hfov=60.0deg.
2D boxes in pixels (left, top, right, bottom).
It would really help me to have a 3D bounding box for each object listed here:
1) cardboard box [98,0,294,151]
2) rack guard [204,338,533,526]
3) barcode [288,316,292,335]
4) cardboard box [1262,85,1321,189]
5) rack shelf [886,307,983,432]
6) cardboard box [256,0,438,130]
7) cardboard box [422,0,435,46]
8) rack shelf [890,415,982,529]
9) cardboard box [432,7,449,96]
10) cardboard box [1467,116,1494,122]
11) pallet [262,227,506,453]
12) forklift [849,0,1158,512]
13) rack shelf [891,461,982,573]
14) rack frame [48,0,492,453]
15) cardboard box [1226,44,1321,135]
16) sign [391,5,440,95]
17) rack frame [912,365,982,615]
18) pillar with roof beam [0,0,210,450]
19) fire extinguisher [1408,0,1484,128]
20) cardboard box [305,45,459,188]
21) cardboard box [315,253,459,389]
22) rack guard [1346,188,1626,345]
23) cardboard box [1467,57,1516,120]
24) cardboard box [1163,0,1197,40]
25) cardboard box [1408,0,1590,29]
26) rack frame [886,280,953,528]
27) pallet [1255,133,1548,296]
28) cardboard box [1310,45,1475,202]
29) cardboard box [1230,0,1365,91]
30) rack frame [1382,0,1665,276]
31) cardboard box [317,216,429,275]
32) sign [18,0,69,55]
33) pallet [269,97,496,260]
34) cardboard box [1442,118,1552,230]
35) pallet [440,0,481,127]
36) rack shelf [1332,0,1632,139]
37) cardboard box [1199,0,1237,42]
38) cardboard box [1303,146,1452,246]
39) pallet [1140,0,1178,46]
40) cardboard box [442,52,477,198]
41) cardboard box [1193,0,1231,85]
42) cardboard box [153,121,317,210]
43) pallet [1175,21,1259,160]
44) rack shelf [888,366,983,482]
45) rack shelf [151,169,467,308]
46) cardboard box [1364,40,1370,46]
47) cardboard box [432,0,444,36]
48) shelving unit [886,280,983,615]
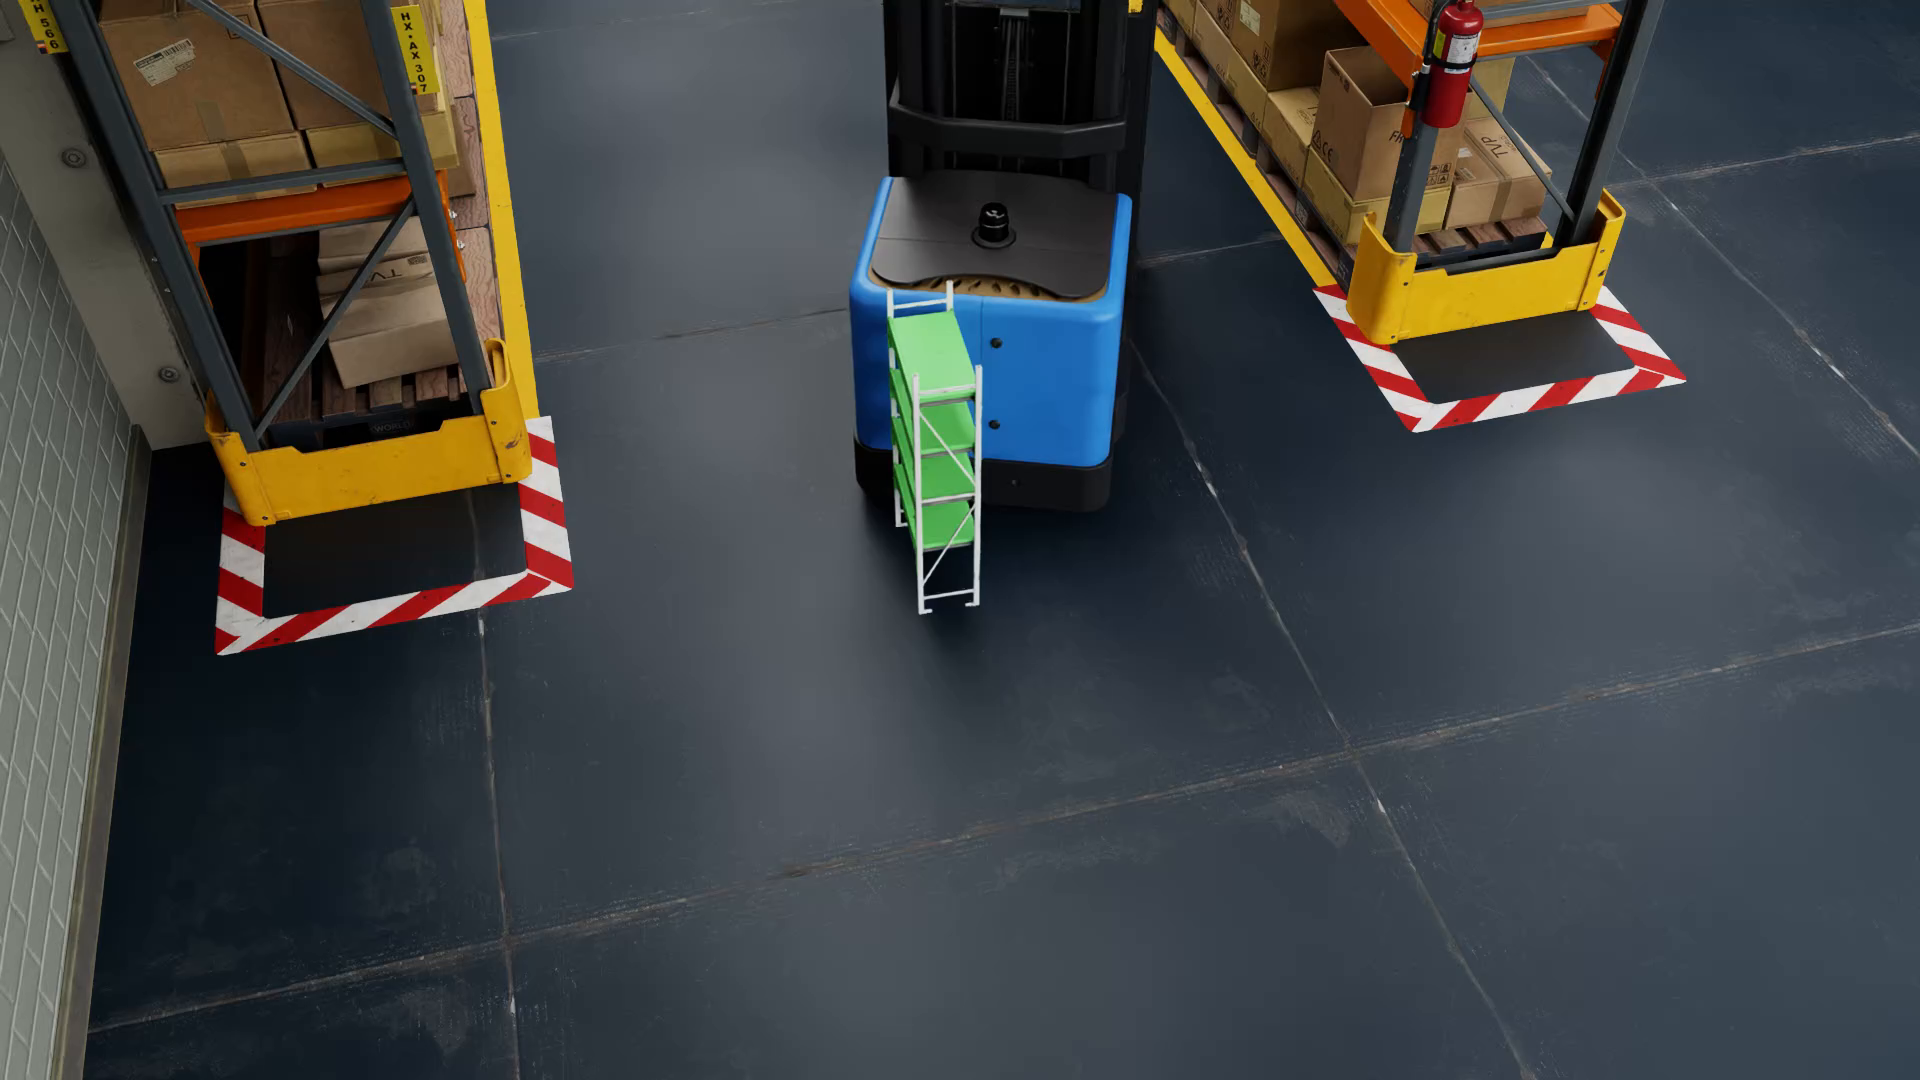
[{"bbox_3d":[-2.712,-1.772,5.952,0.500,0.500,0.500,-11,47,-11],"label":"cardboard box"},{"bbox_3d":[-2.405,-0.446,6.837,1.175,0.500,0.348,-11,47,-10],"label":"rack guard"},{"bbox_3d":[-2.867,-0.918,7.117,0.001,0.075,0.075,-11,47,-10],"label":"barcode"},{"bbox_3d":[1.839,-2.020,8.261,0.500,0.250,0.500,-11,47,-10],"label":"cardboard box"},{"bbox_3d":[-0.095,-0.614,5.929,0.258,0.148,0.480,-9,46,-8],"label":"rack shelf"},{"bbox_3d":[-2.218,-1.870,6.048,0.500,0.500,0.500,-11,47,-10],"label":"cardboard box"},{"bbox_3d":[-2.335,-2.213,6.384,0.500,0.500,0.500,-11,47,-10],"label":"cardboard box"},{"bbox_3d":[-0.095,-0.278,6.272,0.258,0.148,0.480,-9,46,-8],"label":"rack shelf"},{"bbox_3d":[-2.351,-1.974,6.675,0.500,0.250,0.500,-12,47,-12],"label":"cardboard box"},{"bbox_3d":[2.348,-2.117,8.355,0.500,0.250,0.500,-11,47,-10],"label":"cardboard box"},{"bbox_3d":[-2.579,-0.912,7.496,1.003,0.211,1.213,-11,47,-10],"label":"pallet"},{"bbox_3d":[0.270,-2.199,6.853,1.130,2.935,3.031,5,46,5],"label":"forklift"},{"bbox_3d":[-0.095,-0.110,6.443,0.258,0.148,0.480,-9,46,-8],"label":"rack shelf"},{"bbox_3d":[-2.386,-1.268,5.893,1.000,3.000,0.127,-11,47,-10],"label":"rack frame"},{"bbox_3d":[1.709,-2.365,8.599,0.500,0.250,0.500,-11,47,-10],"label":"cardboard box"},{"bbox_3d":[-1.862,-1.671,5.681,0.100,0.325,0.005,-11,47,-10],"label":"sign"},{"bbox_3d":[-0.044,-0.152,6.059,0.240,1.200,0.015,-9,46,-8],"label":"rack frame"},{"bbox_3d":[0.760,-4.480,4.840,9.100,9.000,0.400,-11,47,-10],"label":"pillar with roof beam"},{"bbox_3d":[1.983,-1.983,6.647,0.296,0.674,0.183,-11,47,-10],"label":"fire extinguisher"},{"bbox_3d":[-2.204,-1.618,6.326,0.500,0.250,0.500,-12,47,-11],"label":"cardboard box"},{"bbox_3d":[-2.476,-0.975,7.180,0.500,0.311,0.500,-16,48,-15],"label":"cardboard box"},{"bbox_3d":[2.408,-1.285,7.659,1.175,0.500,0.348,-11,47,-10],"label":"rack guard"},{"bbox_3d":[2.350,-2.379,8.088,0.500,0.500,0.500,-11,47,-10],"label":"cardboard box"},{"bbox_3d":[1.449,-3.055,9.275,0.500,0.250,0.500,-11,47,-10],"label":"cardboard box"},{"bbox_3d":[2.294,-2.536,7.065,0.700,0.500,0.500,-11,47,-10],"label":"cardboard box"},{"bbox_3d":[-0.146,-0.493,6.393,0.240,1.200,0.015,-9,46,-8],"label":"rack frame"},{"bbox_3d":[2.165,-1.721,8.289,1.003,0.211,1.213,-11,47,-10],"label":"pallet"},{"bbox_3d":[1.977,-1.939,7.657,0.500,0.500,0.500,-11,47,-10],"label":"cardboard box"},{"bbox_3d":[1.707,-2.627,8.331,0.500,0.500,0.500,-11,47,-10],"label":"cardboard box"},{"bbox_3d":[2.402,-2.177,6.783,1.000,3.000,0.127,-11,47,-10],"label":"rack frame"},{"bbox_3d":[-2.622,-1.369,7.566,0.500,0.311,0.500,-7,46,-7],"label":"cardboard box"},{"bbox_3d":[-2.928,-1.696,5.280,0.100,0.325,0.005,-11,47,-10],"label":"sign"},{"bbox_3d":[-2.888,-1.753,8.320,1.003,0.211,1.213,-11,47,-10],"label":"pallet"},{"bbox_3d":[2.479,-1.772,8.018,0.500,0.250,0.500,-11,47,-10],"label":"cardboard box"},{"bbox_3d":[-3.204,-2.597,9.147,1.003,0.211,1.213,-11,47,-10],"label":"pallet"},{"bbox_3d":[1.890,-3.306,8.393,1.077,0.370,4.000,-11,47,-10],"label":"rack shelf"},{"bbox_3d":[1.580,-2.973,8.669,0.500,0.500,0.500,-11,47,-10],"label":"cardboard box"},{"bbox_3d":[1.979,-1.677,7.925,0.500,0.250,0.500,-11,47,-10],"label":"cardboard box"},{"bbox_3d":[1.541,-3.405,9.940,1.003,0.211,1.213,-11,47,-10],"label":"pallet"},{"bbox_3d":[-2.762,-1.951,8.004,0.700,0.500,0.500,-13,47,-13],"label":"cardboard box"},{"bbox_3d":[1.583,-2.711,8.938,0.500,0.250,0.500,-11,47,-10],"label":"cardboard box"},{"bbox_3d":[-2.693,-1.510,6.221,0.500,0.250,0.500,-10,46,-10],"label":"cardboard box"},{"bbox_3d":[1.857,-2.562,9.112,1.003,0.211,1.213,-11,47,-10],"label":"pallet"},{"bbox_3d":[-0.095,-0.446,6.100,0.258,0.148,0.480,-9,46,-8],"label":"rack shelf"},{"bbox_3d":[-2.898,-2.397,7.503,1.077,0.370,4.000,-11,47,-10],"label":"rack shelf"},{"bbox_3d":[2.209,-2.722,8.424,0.500,0.500,0.500,-11,47,-10],"label":"cardboard box"},{"bbox_3d":[-2.475,-2.326,7.021,0.500,0.250,0.500,-11,47,-11],"label":"cardboard box"},{"bbox_3d":[-0.095,-0.323,6.226,0.258,1.200,0.503,-9,46,-8],"label":"shelving unit"}]
